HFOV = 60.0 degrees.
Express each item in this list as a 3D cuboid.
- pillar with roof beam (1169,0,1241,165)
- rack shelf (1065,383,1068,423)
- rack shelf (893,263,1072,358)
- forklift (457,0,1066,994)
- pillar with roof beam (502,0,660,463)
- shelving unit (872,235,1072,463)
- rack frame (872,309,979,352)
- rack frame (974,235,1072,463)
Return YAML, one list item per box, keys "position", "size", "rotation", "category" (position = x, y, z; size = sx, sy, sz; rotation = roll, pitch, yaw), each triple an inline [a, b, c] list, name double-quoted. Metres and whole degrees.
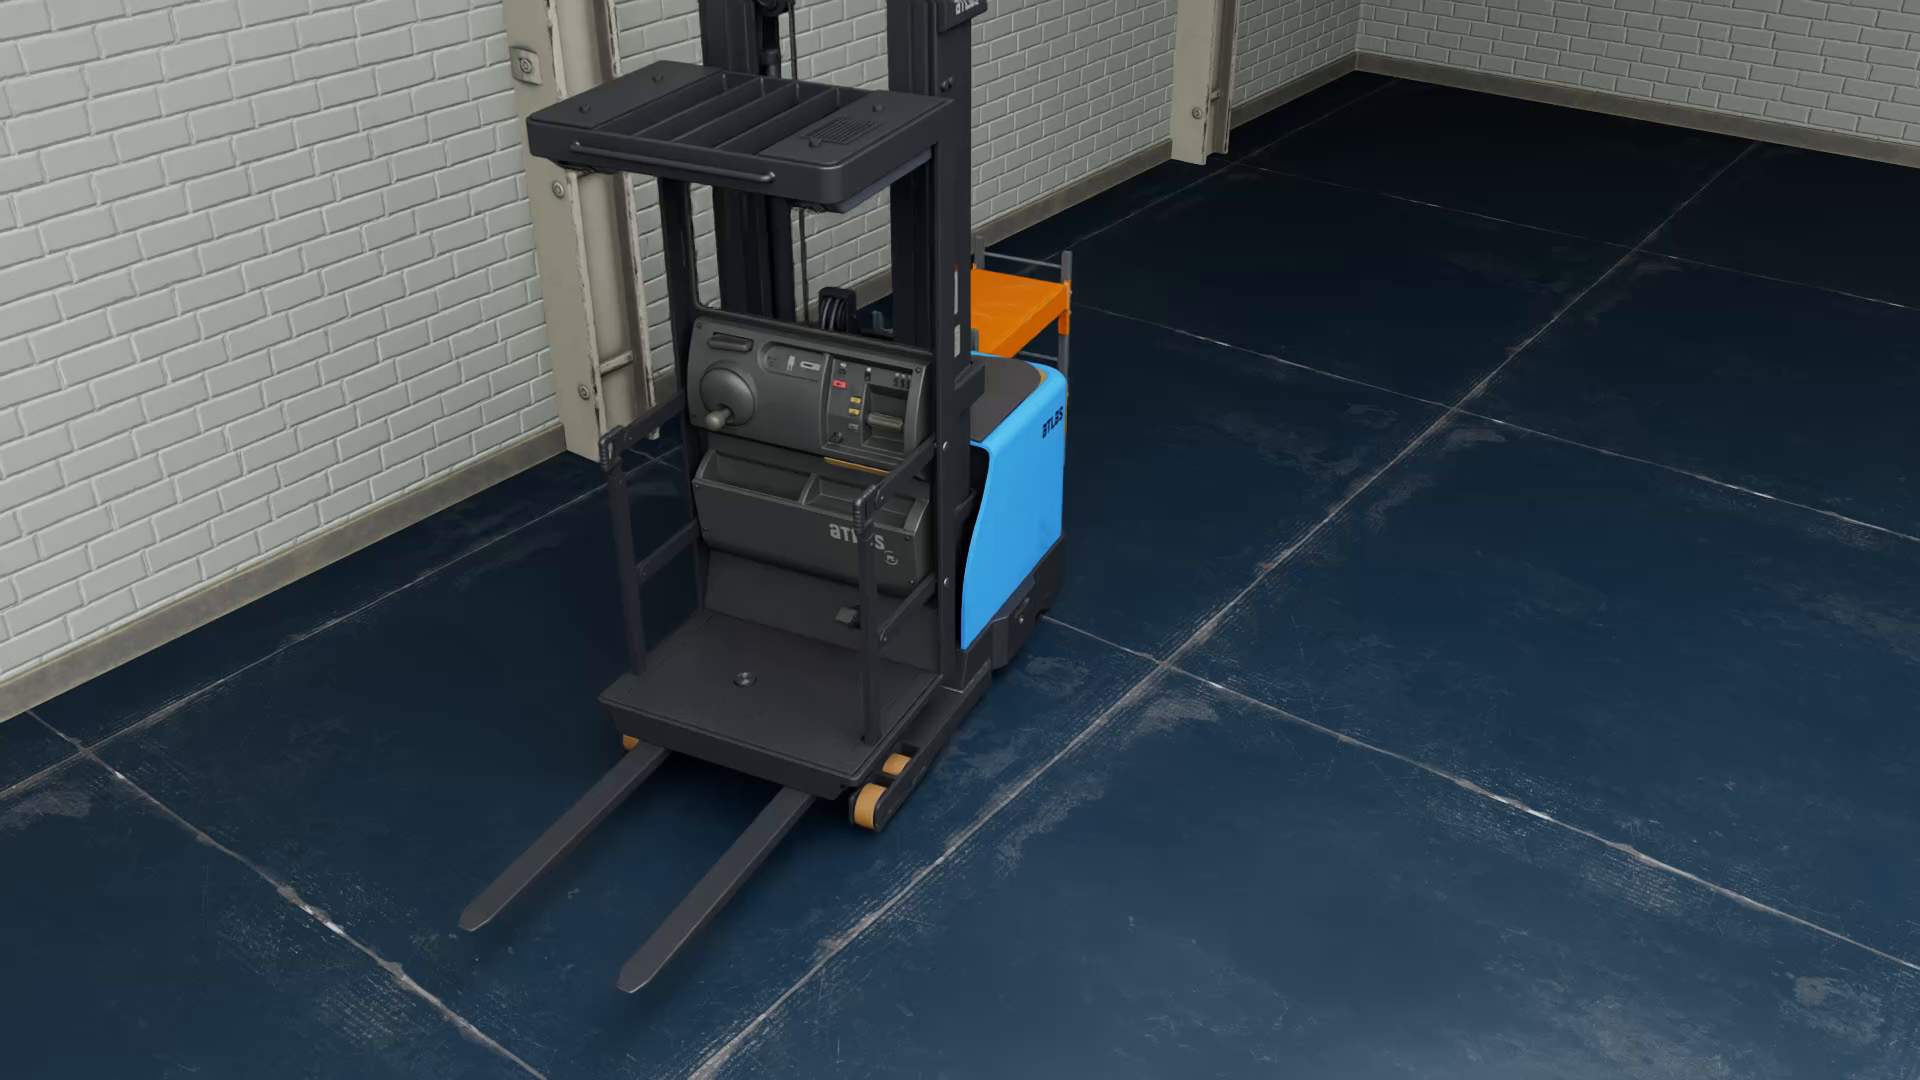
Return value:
- position: [5.252, -5.493, 8.191]
  size: [9.100, 9.000, 0.400]
  rotation: [21, 37, 31]
  category: "pillar with roof beam"
- position: [0.074, -0.481, 7.937]
  size: [0.538, 0.278, 1.000]
  rotation: [14, 33, 22]
  category: "rack shelf"
- position: [0.074, -0.943, 7.663]
  size: [0.538, 0.278, 1.000]
  rotation: [14, 33, 22]
  category: "rack shelf"
- position: [-0.638, -0.472, 5.672]
  size: [1.130, 2.935, 3.031]
  rotation: [14, 33, 22]
  category: "forklift"
- position: [1.630, -3.054, 4.076]
  size: [9.100, 9.000, 0.400]
  rotation: [21, 37, 31]
  category: "pillar with roof beam"
- position: [0.074, -0.691, 7.813]
  size: [0.538, 1.125, 1.048]
  rotation: [14, 33, 22]
  category: "shelving unit"
- position: [-0.150, -0.458, 7.420]
  size: [0.500, 1.125, 0.032]
  rotation: [14, 33, 22]
  category: "rack frame"
- position: [0.298, -0.924, 8.205]
  size: [0.500, 1.125, 0.032]
  rotation: [14, 33, 22]
  category: "rack frame"
